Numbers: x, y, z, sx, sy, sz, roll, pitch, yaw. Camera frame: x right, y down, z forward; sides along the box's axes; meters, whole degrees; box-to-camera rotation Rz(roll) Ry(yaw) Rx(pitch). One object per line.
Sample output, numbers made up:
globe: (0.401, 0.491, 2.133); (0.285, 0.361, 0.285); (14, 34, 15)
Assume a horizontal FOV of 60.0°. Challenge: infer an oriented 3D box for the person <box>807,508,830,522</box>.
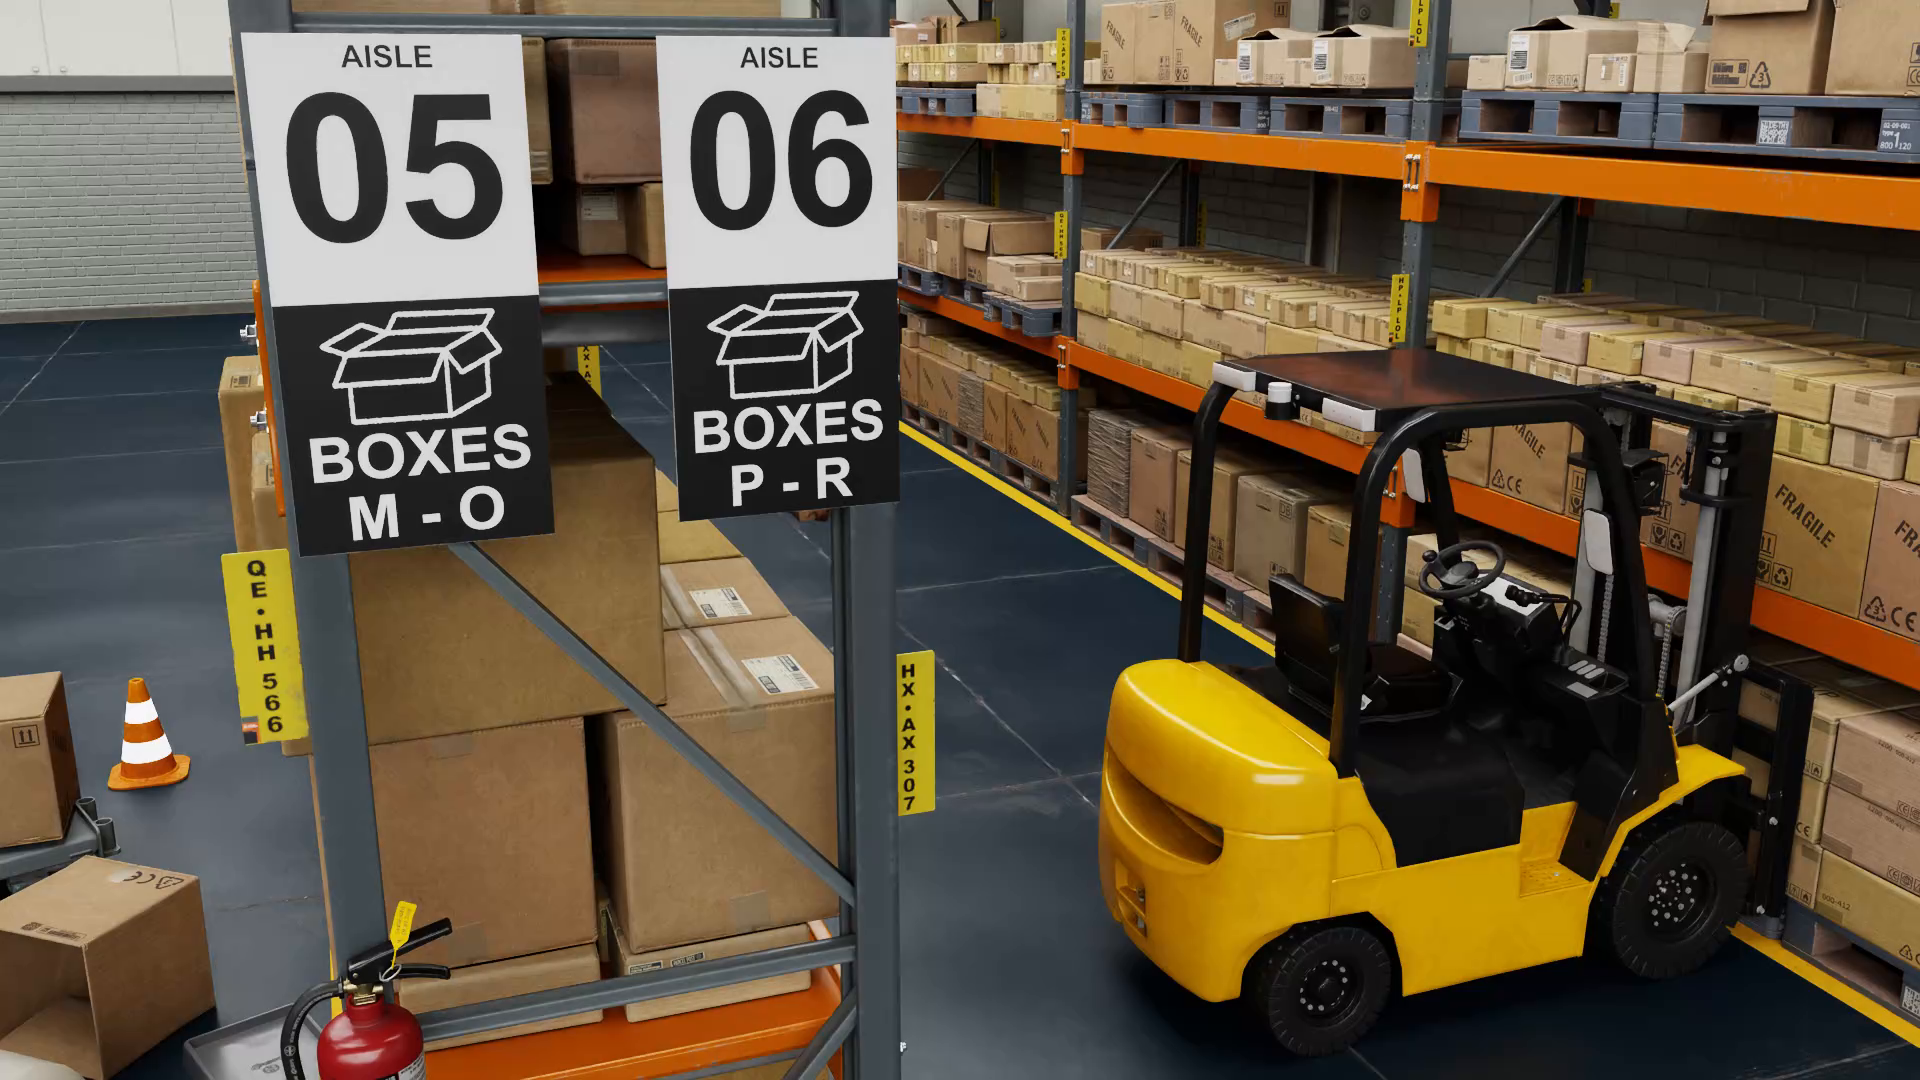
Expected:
person: (-0.601, -0.546, 8.841); (0.532, 0.831, 0.444); (-6, 17, -19)
